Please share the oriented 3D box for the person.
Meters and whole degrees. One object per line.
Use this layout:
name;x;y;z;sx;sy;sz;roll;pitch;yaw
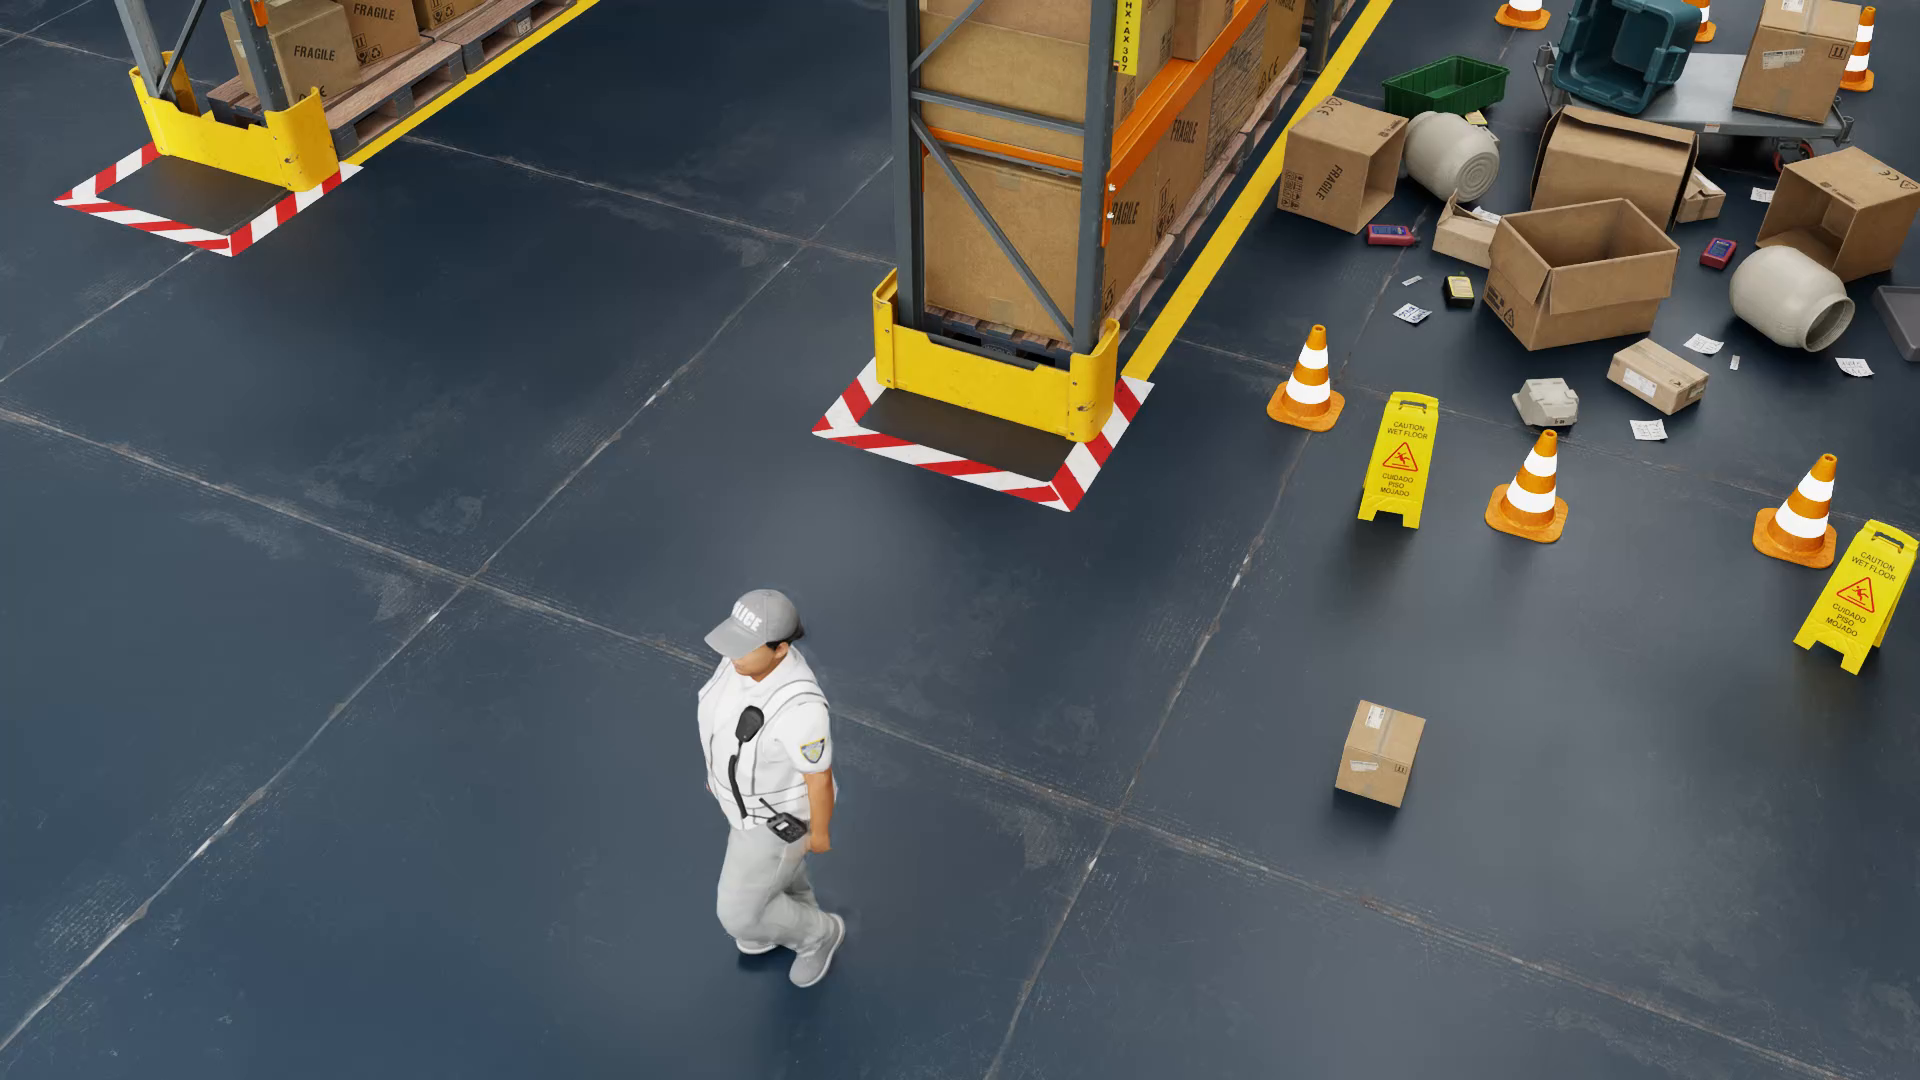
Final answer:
person;-0.631;0.820;5.241;0.453;1.680;0.481;-19;46;-20
